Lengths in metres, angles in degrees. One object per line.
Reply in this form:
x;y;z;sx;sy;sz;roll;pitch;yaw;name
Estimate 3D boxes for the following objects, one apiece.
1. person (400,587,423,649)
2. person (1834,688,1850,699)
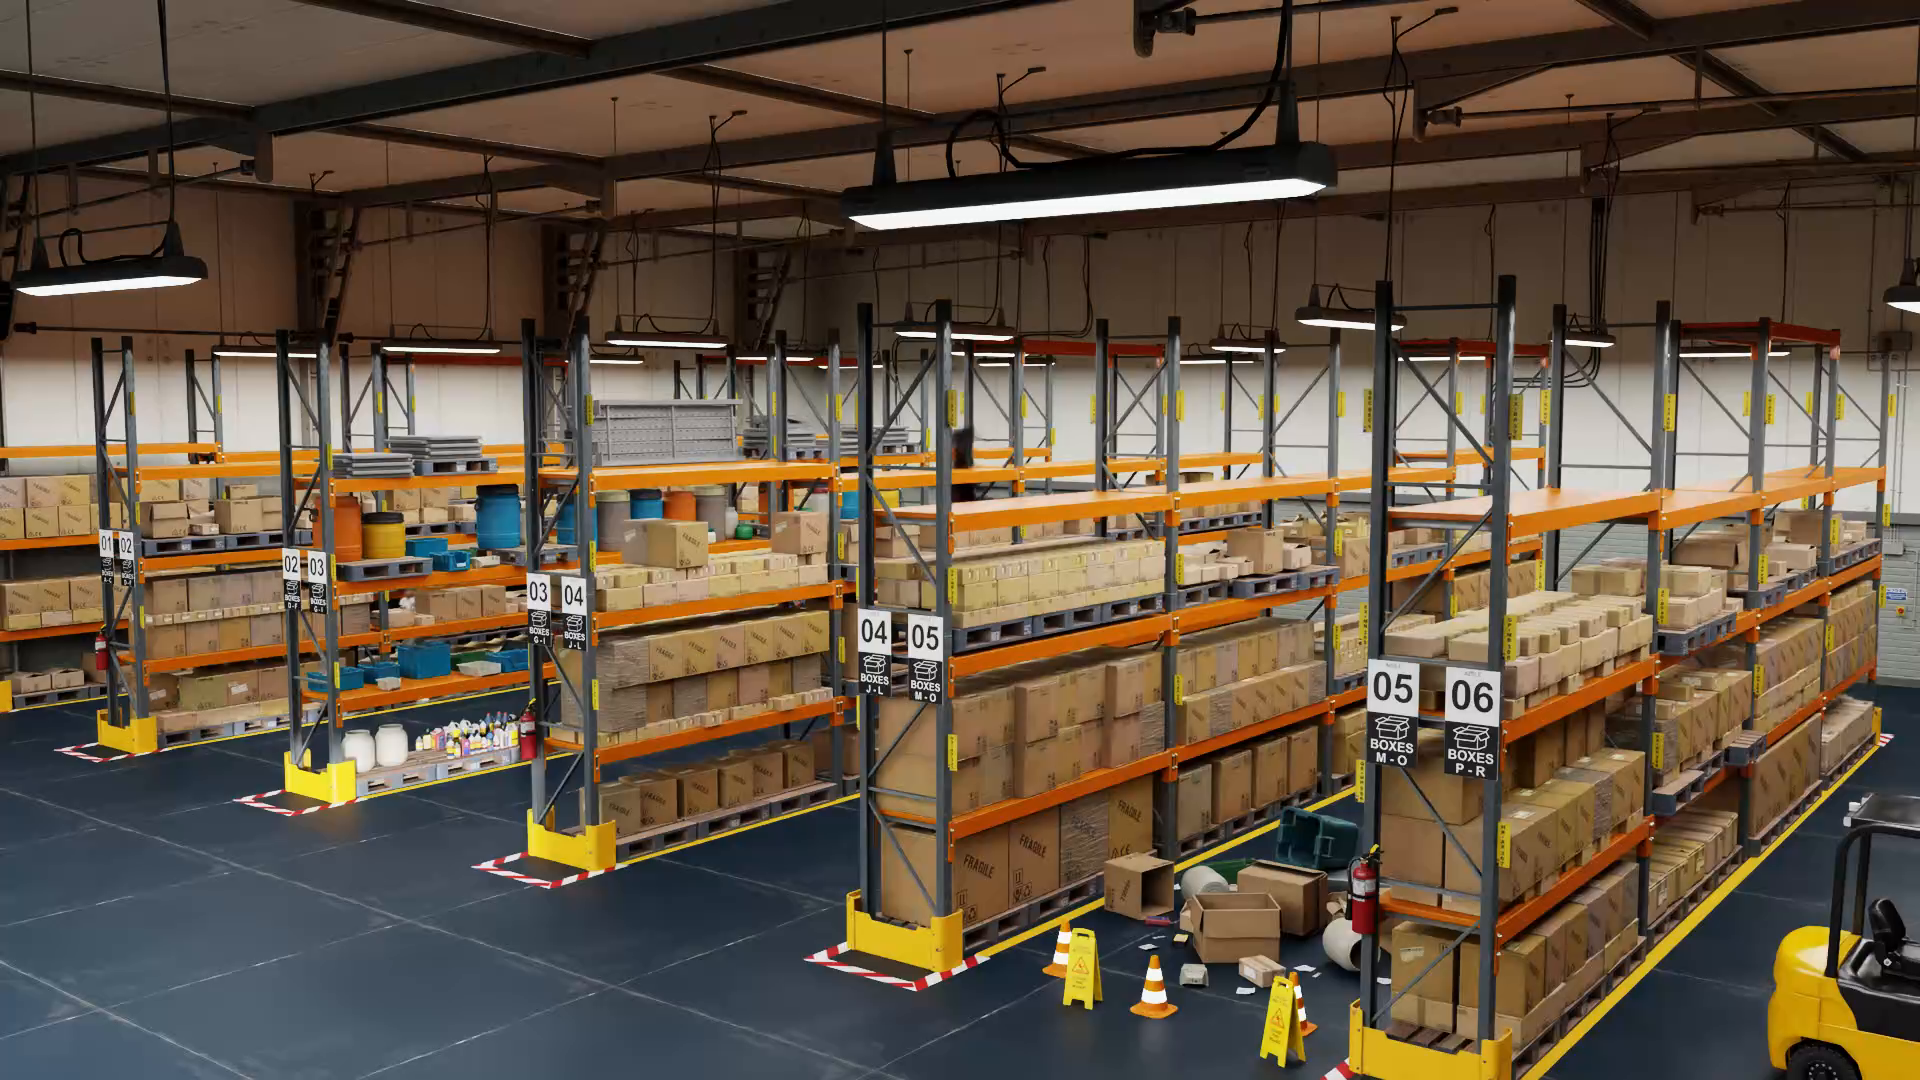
-10.322;1.620;31.386;0.627;1.650;0.659;2;5;18;person
13.833;2.035;26.152;0.656;1.692;0.649;-4;7;-41;person
